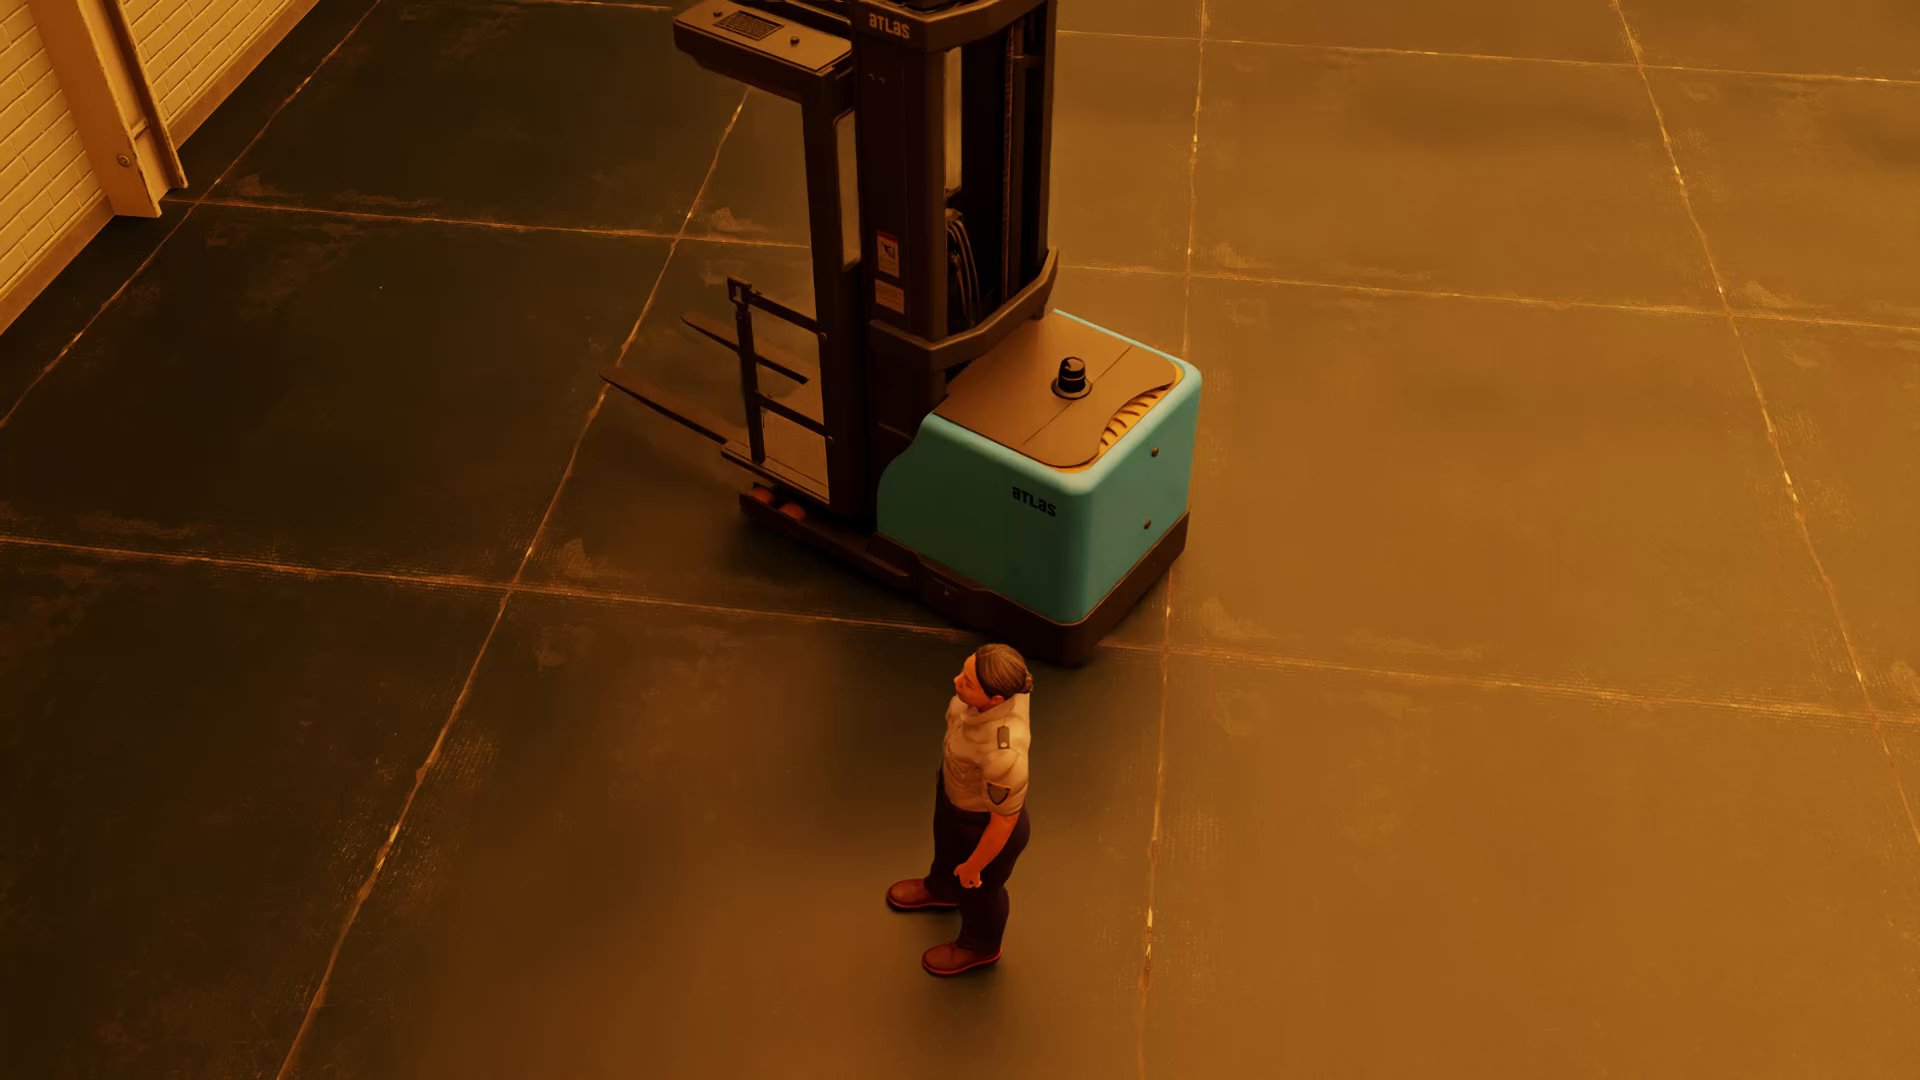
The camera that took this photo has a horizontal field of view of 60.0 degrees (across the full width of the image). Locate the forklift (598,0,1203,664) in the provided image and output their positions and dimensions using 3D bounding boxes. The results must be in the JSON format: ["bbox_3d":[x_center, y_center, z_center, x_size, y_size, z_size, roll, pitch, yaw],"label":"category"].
[{"bbox_3d":[-0.433,-1.350,7.194,3.031,2.935,1.130,26,49,26],"label":"forklift"}]

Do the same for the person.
[{"bbox_3d":[-0.018,0.920,5.670,0.504,1.647,0.587,-1,43,-2],"label":"person"}]
